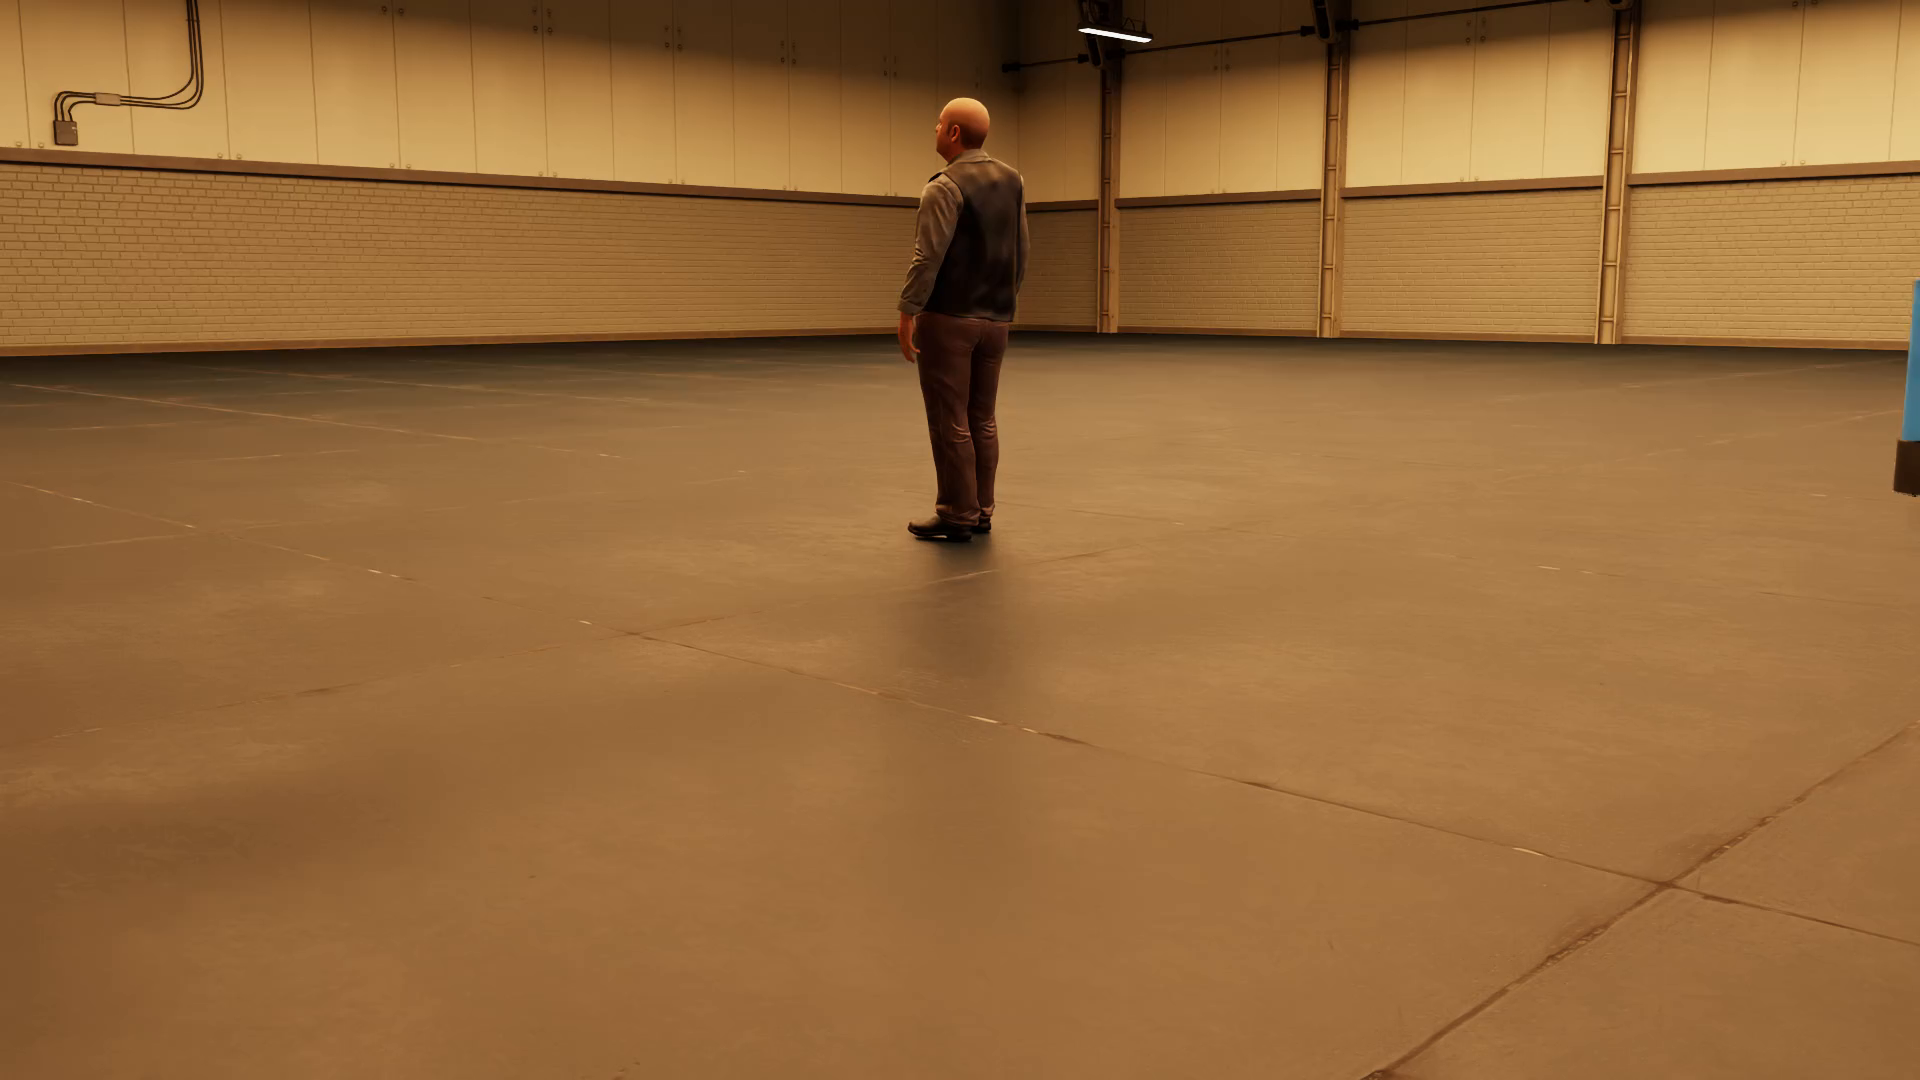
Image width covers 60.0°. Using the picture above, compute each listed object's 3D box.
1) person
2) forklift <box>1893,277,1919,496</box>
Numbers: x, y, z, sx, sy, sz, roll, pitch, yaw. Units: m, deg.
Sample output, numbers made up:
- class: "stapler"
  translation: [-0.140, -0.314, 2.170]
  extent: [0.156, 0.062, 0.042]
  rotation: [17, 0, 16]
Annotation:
- class: "person"
  translation: [-0.039, -0.866, 6.636]
  extent: [0.568, 1.720, 0.632]
  rotation: [8, 12, 43]
- class: "forklift"
  translation: [5.907, -1.567, 7.283]
  extent: [3.031, 2.935, 1.130]
  rotation: [-1, 9, -7]
